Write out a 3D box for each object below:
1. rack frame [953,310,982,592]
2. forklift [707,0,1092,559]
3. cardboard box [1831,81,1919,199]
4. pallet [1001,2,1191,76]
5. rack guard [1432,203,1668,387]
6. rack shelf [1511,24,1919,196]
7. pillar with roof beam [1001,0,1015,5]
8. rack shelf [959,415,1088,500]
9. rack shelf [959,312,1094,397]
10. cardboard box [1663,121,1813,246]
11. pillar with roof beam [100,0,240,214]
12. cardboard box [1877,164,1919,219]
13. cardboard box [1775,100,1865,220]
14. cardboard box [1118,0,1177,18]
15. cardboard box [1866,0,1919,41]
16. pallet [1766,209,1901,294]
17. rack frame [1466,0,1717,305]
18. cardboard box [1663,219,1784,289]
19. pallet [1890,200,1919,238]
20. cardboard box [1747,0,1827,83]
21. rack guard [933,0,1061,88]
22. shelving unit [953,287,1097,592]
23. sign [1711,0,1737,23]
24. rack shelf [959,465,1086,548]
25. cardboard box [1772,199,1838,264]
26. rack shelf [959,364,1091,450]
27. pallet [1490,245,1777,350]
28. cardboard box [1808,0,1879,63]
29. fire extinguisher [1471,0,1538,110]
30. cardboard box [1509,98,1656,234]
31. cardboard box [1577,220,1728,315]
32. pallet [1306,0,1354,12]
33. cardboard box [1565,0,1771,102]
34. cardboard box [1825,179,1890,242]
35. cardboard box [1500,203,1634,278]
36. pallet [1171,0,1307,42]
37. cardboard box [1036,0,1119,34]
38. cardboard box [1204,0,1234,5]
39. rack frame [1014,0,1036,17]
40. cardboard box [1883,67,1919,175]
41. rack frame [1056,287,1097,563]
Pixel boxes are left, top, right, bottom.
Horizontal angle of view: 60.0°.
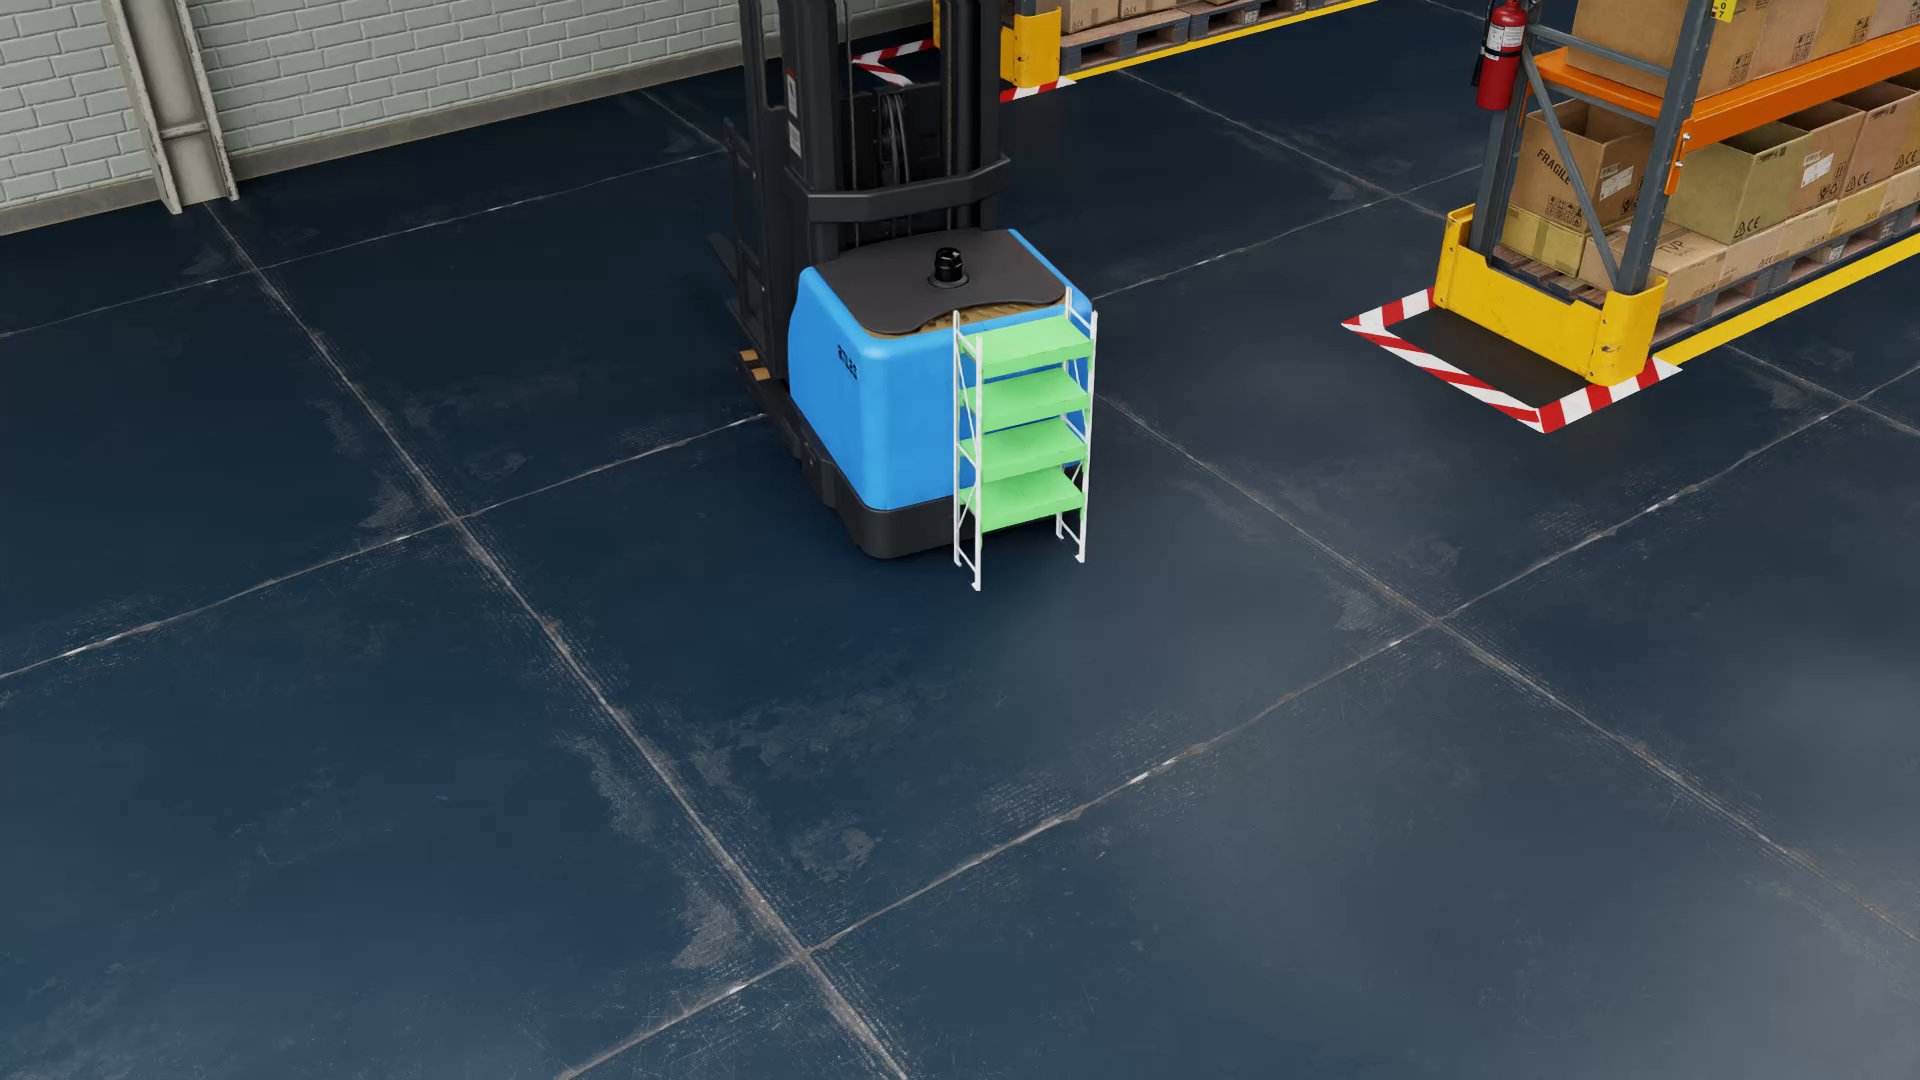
[{"bbox_3d":[0.029,-0.337,6.690,0.015,1.200,0.240,-14,38,-19],"label":"rack frame"},{"bbox_3d":[-0.491,-1.965,7.472,1.130,2.935,3.031,-14,38,-19],"label":"forklift"},{"bbox_3d":[4.840,-2.251,9.163,0.500,0.500,0.500,-22,41,-28],"label":"cardboard box"},{"bbox_3d":[0.935,-3.827,12.391,1.213,0.211,1.003,-22,41,-28],"label":"pallet"},{"bbox_3d":[3.026,-1.292,8.618,0.348,0.500,1.175,-22,41,-28],"label":"rack guard"},{"bbox_3d":[4.680,-2.695,9.044,4.000,0.370,1.077,-22,41,-28],"label":"rack shelf"},{"bbox_3d":[2.743,-5.707,7.478,0.400,9.000,9.100,-22,41,-28],"label":"pillar with roof beam"},{"bbox_3d":[0.252,-0.342,6.808,0.480,0.148,0.258,-14,38,-19],"label":"rack shelf"},{"bbox_3d":[0.252,-0.732,6.528,0.480,0.148,0.258,-14,38,-19],"label":"rack shelf"},{"bbox_3d":[4.020,-1.916,8.699,0.500,0.500,0.500,-22,41,-28],"label":"cardboard box"},{"bbox_3d":[-2.162,-3.688,4.671,0.400,9.000,9.100,-22,41,-28],"label":"pillar with roof beam"},{"bbox_3d":[5.247,-2.115,9.617,0.500,0.250,0.500,-22,41,-28],"label":"cardboard box"},{"bbox_3d":[4.421,-2.091,8.941,0.500,0.500,0.500,-22,41,-28],"label":"cardboard box"},{"bbox_3d":[1.272,-4.146,12.372,0.500,0.311,0.500,-19,40,-24],"label":"cardboard box"},{"bbox_3d":[4.698,-3.028,8.806,0.500,0.500,0.700,-21,41,-27],"label":"cardboard box"},{"bbox_3d":[4.643,-1.868,9.666,1.213,0.211,1.003,-22,41,-28],"label":"pallet"},{"bbox_3d":[3.045,-2.314,7.899,0.127,3.000,1.000,-22,41,-28],"label":"rack frame"},{"bbox_3d":[4.019,-1.613,8.919,0.500,0.250,0.500,-22,41,-28],"label":"cardboard box"},{"bbox_3d":[5.641,-2.280,10.240,1.213,0.211,1.003,-22,41,-28],"label":"pallet"},{"bbox_3d":[3.861,-2.685,8.329,0.500,0.500,0.700,-21,41,-27],"label":"cardboard box"},{"bbox_3d":[0.251,-3.688,11.950,0.348,0.500,1.175,-22,41,-28],"label":"rack guard"},{"bbox_3d":[0.252,-0.394,6.771,0.503,1.200,0.258,-14,38,-19],"label":"shelving unit"},{"bbox_3d":[3.360,-2.431,7.252,0.005,0.325,0.100,-22,41,-28],"label":"sign"},{"bbox_3d":[0.252,-0.148,6.948,0.480,0.148,0.258,-14,38,-19],"label":"rack shelf"},{"bbox_3d":[4.427,-1.781,9.152,0.500,0.250,0.500,-22,41,-28],"label":"cardboard box"},{"bbox_3d":[0.252,-0.537,6.668,0.480,0.148,0.258,-14,38,-19],"label":"rack shelf"},{"bbox_3d":[3.646,-1.460,9.099,1.213,0.211,1.003,-22,41,-28],"label":"pallet"},{"bbox_3d":[4.270,-2.849,8.557,0.500,0.500,0.700,-22,41,-28],"label":"cardboard box"},{"bbox_3d":[2.681,-2.465,8.175,0.183,0.674,0.296,-22,41,-28],"label":"fire extinguisher"},{"bbox_3d":[3.312,-1.996,8.809,0.500,0.500,0.500,-22,41,-28],"label":"cardboard box"},{"bbox_3d":[3.612,-1.443,8.682,0.500,0.250,0.500,-22,41,-28],"label":"cardboard box"},{"bbox_3d":[2.930,-4.648,13.532,1.213,0.211,1.003,-22,41,-28],"label":"pallet"},{"bbox_3d":[3.434,-2.506,8.080,0.500,0.500,0.700,-22,41,-28],"label":"cardboard box"},{"bbox_3d":[4.839,-1.947,9.383,0.500,0.250,0.500,-22,41,-28],"label":"cardboard box"},{"bbox_3d":[3.314,-1.690,9.026,0.500,0.250,0.500,-22,41,-28],"label":"cardboard box"},{"bbox_3d":[1.932,-4.235,12.958,1.213,0.211,1.003,-22,41,-28],"label":"pallet"},{"bbox_3d":[0.806,-3.954,12.105,0.500,0.311,0.500,-28,44,-33],"label":"cardboard box"},{"bbox_3d":[1.901,-4.446,12.626,0.500,0.500,0.700,-25,43,-31],"label":"cardboard box"},{"bbox_3d":[0.189,-4.677,11.185,0.127,3.000,1.000,-22,41,-28],"label":"rack frame"},{"bbox_3d":[5.240,-2.426,9.407,0.500,0.500,0.500,-22,41,-28],"label":"cardboard box"},{"bbox_3d":[0.475,-0.452,6.851,0.015,1.200,0.240,-14,38,-19],"label":"rack frame"}]
